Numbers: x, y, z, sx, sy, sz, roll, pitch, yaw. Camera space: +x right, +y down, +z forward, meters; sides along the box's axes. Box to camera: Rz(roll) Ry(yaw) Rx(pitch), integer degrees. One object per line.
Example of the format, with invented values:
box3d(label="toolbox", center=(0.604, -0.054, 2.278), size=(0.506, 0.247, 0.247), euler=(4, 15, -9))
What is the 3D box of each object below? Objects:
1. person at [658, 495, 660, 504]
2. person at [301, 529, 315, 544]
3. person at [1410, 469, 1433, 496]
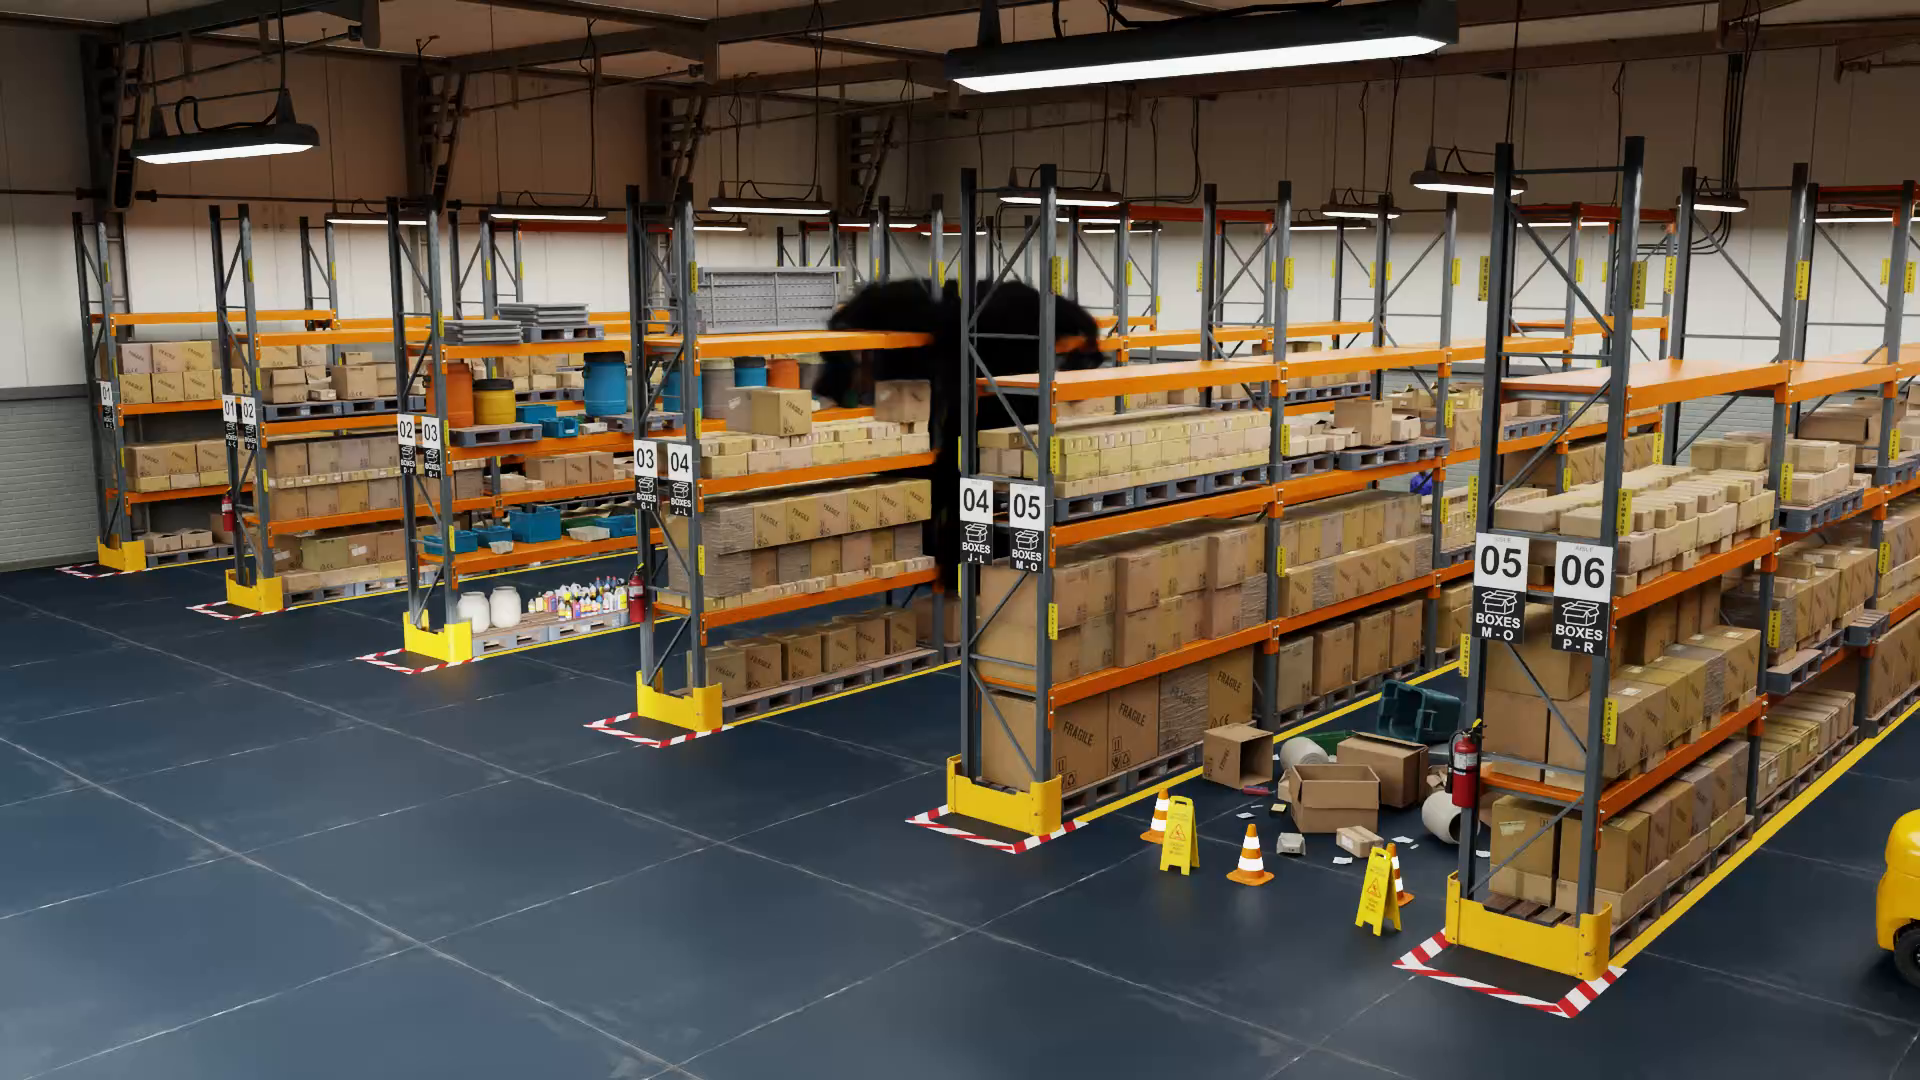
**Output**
box3d(label="person", center=(-6.393, -1.371, 34.265), size=(0.653, 1.730, 0.569), euler=(8, 12, 39))
box3d(label="person", center=(-11.015, -0.328, 28.306), size=(0.611, 1.659, 0.554), euler=(6, 11, 34))
box3d(label="person", center=(8.414, -0.601, 30.029), size=(0.605, 1.650, 0.624), euler=(2, 10, 10))
